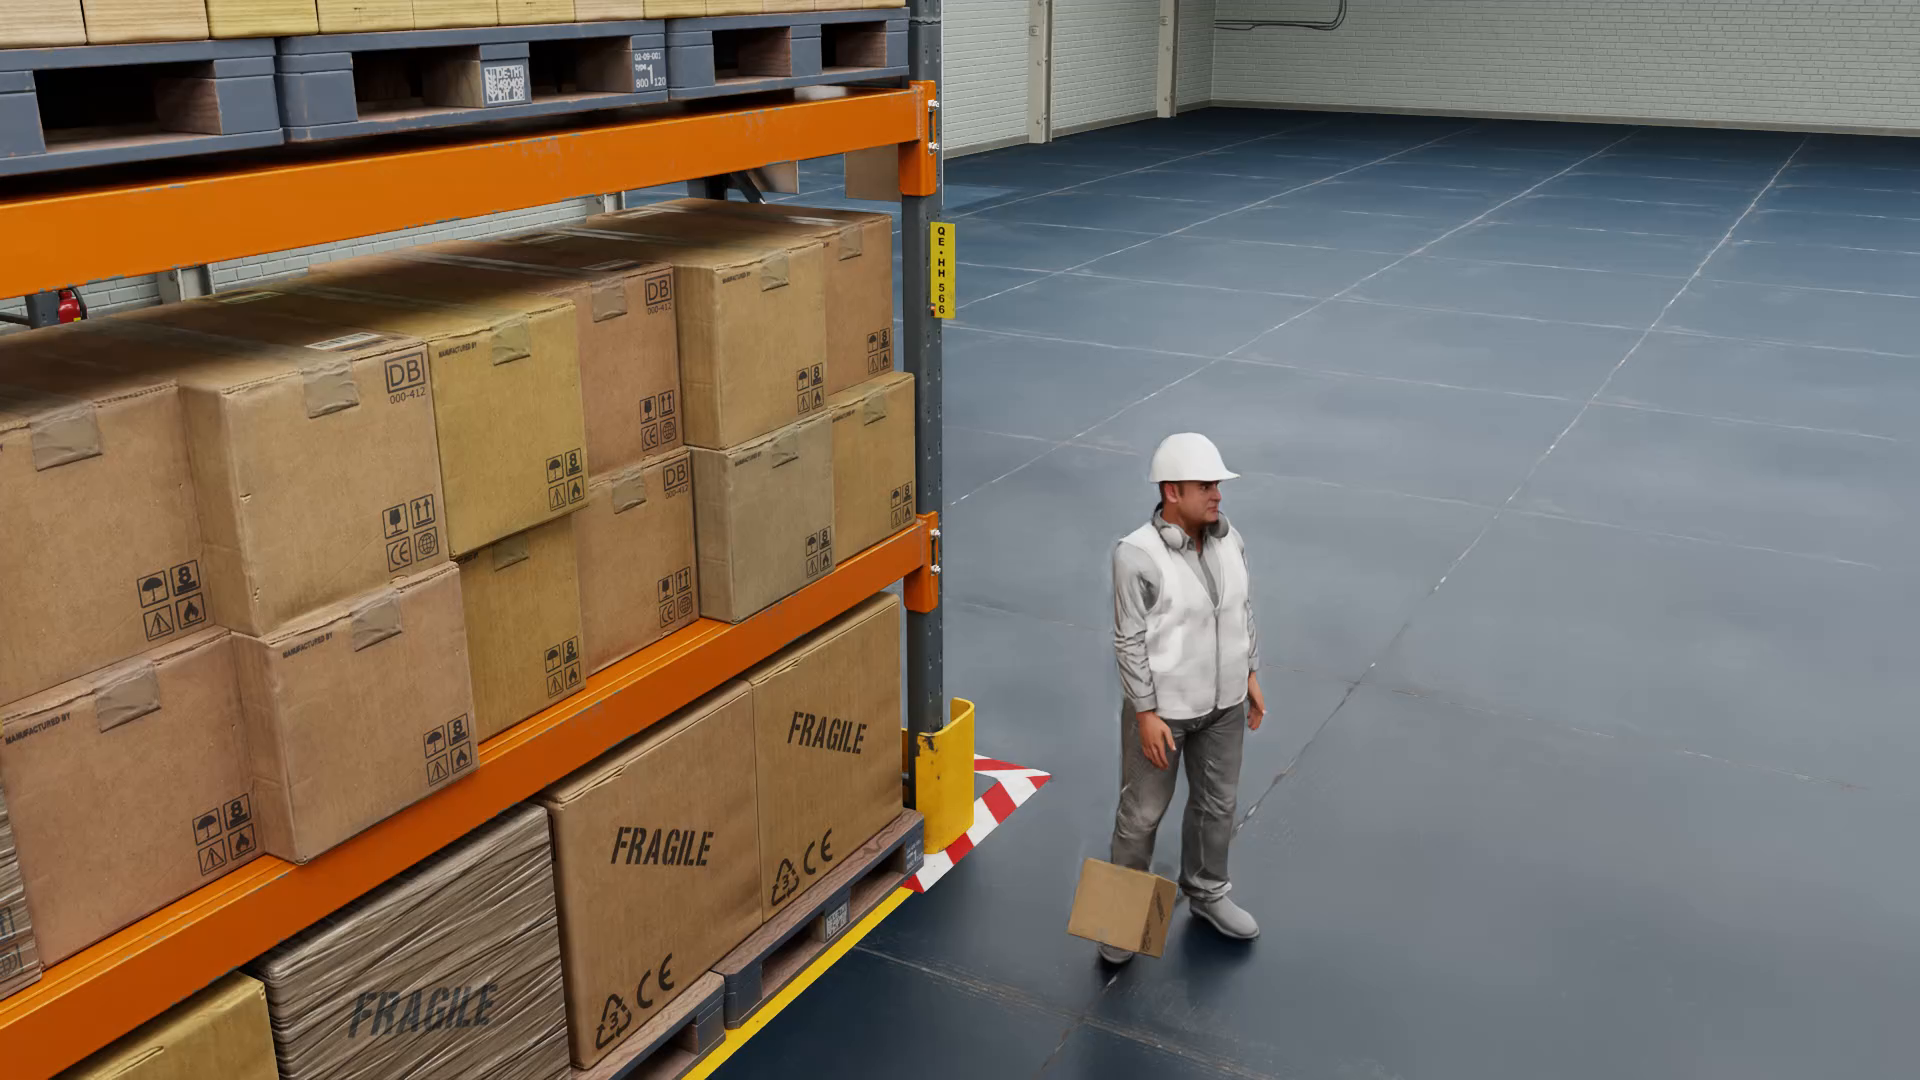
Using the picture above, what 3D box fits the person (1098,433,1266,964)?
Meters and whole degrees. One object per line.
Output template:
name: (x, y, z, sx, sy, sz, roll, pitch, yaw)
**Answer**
person: (0.735, 0.525, 5.465, 0.612, 1.782, 0.388, -11, 22, -29)
